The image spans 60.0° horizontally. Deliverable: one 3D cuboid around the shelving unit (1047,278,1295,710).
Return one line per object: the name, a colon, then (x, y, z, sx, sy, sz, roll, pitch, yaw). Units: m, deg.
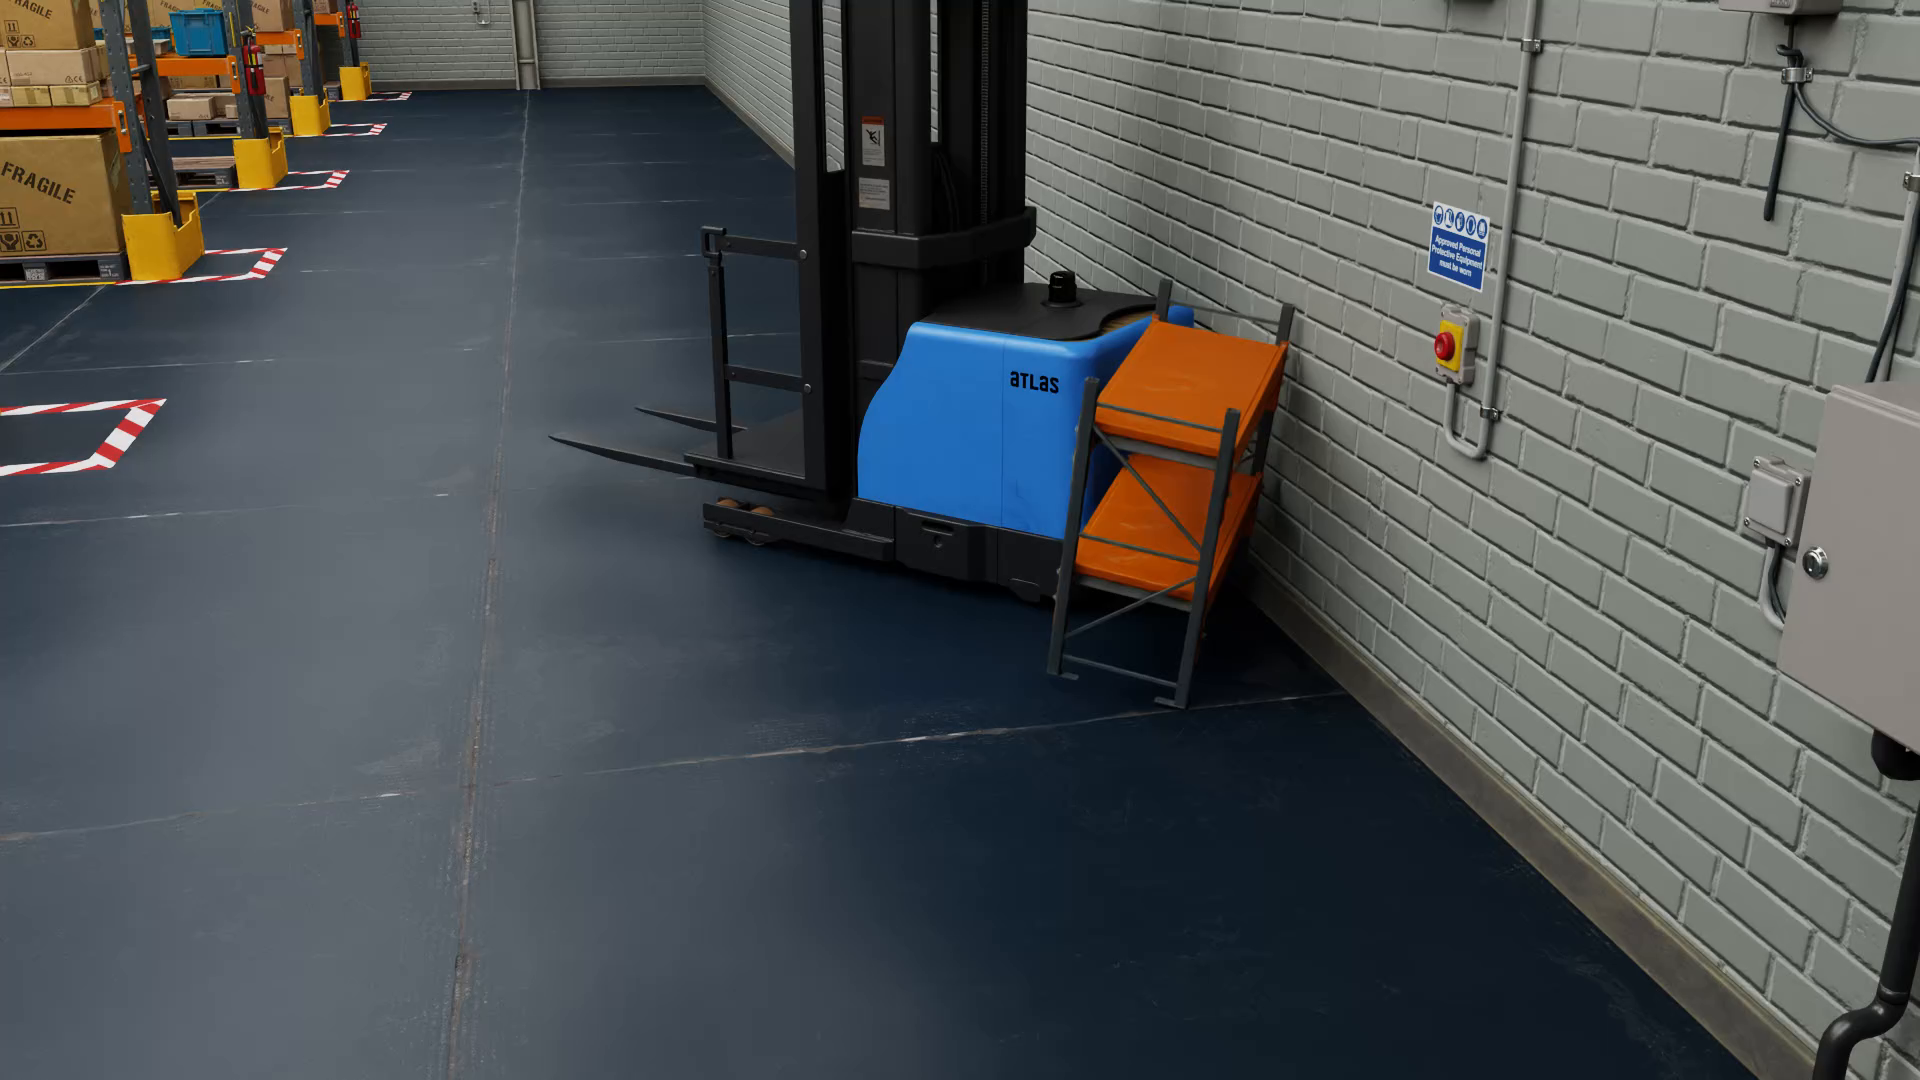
shelving unit: (0.759, -0.193, 5.926, 0.538, 1.125, 1.048, 14, 31, 15)

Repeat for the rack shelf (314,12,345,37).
rack shelf: (-11.696, -8.069, 26.026, 4.000, 0.370, 1.077, -5, 21, -12)

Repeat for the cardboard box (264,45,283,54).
cardboard box: (-10.739, -7.712, 26.088, 0.250, 0.149, 0.380, -4, 21, -11)

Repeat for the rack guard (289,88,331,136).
rack guard: (-8.680, -5.727, 22.223, 0.348, 0.500, 1.175, -5, 21, -12)

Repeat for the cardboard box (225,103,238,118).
cardboard box: (-9.493, -5.656, 21.873, 0.250, 0.166, 0.380, -5, 21, -12)

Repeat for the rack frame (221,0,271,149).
rack frame: (-7.470, -5.249, 17.282, 0.127, 3.000, 1.000, -5, 21, -12)

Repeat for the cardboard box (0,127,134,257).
cardboard box: (-6.934, -2.713, 12.838, 0.875, 0.875, 0.875, -5, 21, -12)

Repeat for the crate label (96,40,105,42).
crate label: (-8.772, -4.979, 16.843, 0.243, 0.136, 0.396, -5, 21, -12)

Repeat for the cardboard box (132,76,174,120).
cardboard box: (-10.671, -5.775, 21.709, 0.637, 0.503, 0.797, -5, 21, -12)

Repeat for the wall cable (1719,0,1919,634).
wall cable: (1.770, -0.731, 3.472, 0.122, 1.984, 0.588, -5, 21, -12)

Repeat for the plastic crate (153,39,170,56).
plastic crate: (-8.221, -5.028, 16.975, 0.243, 0.136, 0.396, -5, 21, -12)

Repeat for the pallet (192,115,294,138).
pallet: (-9.455, -5.528, 22.099, 1.213, 0.211, 1.003, -5, 21, -12)

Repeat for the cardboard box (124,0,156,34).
cardboard box: (-10.460, -6.708, 21.119, 0.500, 0.500, 0.500, -5, 21, -13)

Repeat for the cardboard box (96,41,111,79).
cardboard box: (-6.859, -3.712, 12.874, 0.500, 0.250, 0.500, -5, 21, -14)

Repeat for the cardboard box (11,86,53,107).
cardboard box: (-6.853, -3.313, 12.364, 0.250, 0.149, 0.380, -4, 21, -12)

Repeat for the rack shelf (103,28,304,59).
rack shelf: (-10.552, -6.411, 21.501, 4.000, 0.370, 1.077, -5, 21, -12)

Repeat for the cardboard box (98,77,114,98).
cardboard box: (-6.751, -3.555, 13.024, 0.250, 0.149, 0.380, -4, 21, -12)

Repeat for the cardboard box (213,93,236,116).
cardboard box: (-9.687, -5.835, 22.240, 0.500, 0.250, 0.500, -5, 21, -12)

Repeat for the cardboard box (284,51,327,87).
cardboard box: (-10.407, -7.499, 26.450, 0.500, 0.500, 0.700, -5, 21, -12)

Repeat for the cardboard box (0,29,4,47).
cardboard box: (-7.346, -4.025, 12.637, 0.500, 0.500, 0.500, -5, 21, -14)

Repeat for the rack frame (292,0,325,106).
rack frame: (-8.606, -6.907, 21.809, 0.127, 3.000, 1.000, -5, 21, -12)

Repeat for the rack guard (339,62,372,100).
rack guard: (-9.726, -7.393, 26.770, 0.348, 0.500, 1.175, -5, 21, -12)

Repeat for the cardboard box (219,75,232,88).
cardboard box: (-11.384, -7.420, 26.232, 0.500, 0.500, 0.700, -5, 21, -14)

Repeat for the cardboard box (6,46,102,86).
cardboard box: (-6.740, -3.533, 12.383, 0.500, 0.250, 0.500, -5, 21, -13)

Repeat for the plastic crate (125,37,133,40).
plastic crate: (-8.777, -5.192, 17.424, 0.298, 0.136, 0.250, -5, 21, -12)

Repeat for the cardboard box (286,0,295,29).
cardboard box: (-9.098, -7.007, 21.937, 0.500, 0.500, 0.500, -4, 21, -11)

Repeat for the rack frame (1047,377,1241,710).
rack frame: (0.590, 0.032, 5.502, 0.500, 1.125, 0.032, 14, 31, 15)

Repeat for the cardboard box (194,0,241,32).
cardboard box: (-9.483, -6.785, 21.331, 0.500, 0.500, 0.500, -4, 21, -12)

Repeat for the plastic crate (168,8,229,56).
plastic crate: (-7.752, -5.204, 17.022, 0.499, 0.435, 0.616, -5, 21, -12)

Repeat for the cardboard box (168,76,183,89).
cardboard box: (-12.401, -7.335, 26.002, 0.500, 0.500, 0.700, -5, 21, -13)

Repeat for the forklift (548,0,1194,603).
forklift: (-0.534, -1.492, 7.125, 3.031, 2.935, 1.130, 12, 23, 30)

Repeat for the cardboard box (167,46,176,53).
cardboard box: (-12.309, -7.720, 26.108, 0.250, 0.149, 0.380, -5, 21, -14)

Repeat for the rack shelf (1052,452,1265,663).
rack shelf: (0.739, 0.019, 6.046, 0.538, 0.278, 1.000, 14, 31, 15)

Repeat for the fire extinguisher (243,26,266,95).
fire extinguisher: (-7.218, -4.897, 16.977, 0.183, 0.674, 0.296, -5, 21, -12)

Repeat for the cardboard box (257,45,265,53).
cardboard box: (-11.068, -7.821, 26.384, 0.250, 0.149, 0.380, -4, 21, -12)

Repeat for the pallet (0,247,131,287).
pallet: (-7.090, -2.192, 12.991, 1.213, 0.211, 1.003, -5, 21, -12)

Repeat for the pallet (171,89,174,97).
pallet: (-12.884, -6.973, 26.043, 1.213, 0.211, 1.003, -5, 21, -12)

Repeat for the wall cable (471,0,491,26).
wall cable: (-8.721, -9.460, 27.301, 1.851, 1.984, 0.084, -5, 21, -12)

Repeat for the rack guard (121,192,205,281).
rack guard: (-6.306, -2.419, 13.191, 0.348, 0.500, 1.175, -5, 21, -12)

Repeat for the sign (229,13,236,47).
sign: (-7.327, -5.142, 16.755, 0.005, 0.325, 0.100, -5, 21, -12)

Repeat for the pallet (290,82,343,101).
pallet: (-10.509, -7.166, 26.570, 1.213, 0.211, 1.003, -5, 21, -12)
